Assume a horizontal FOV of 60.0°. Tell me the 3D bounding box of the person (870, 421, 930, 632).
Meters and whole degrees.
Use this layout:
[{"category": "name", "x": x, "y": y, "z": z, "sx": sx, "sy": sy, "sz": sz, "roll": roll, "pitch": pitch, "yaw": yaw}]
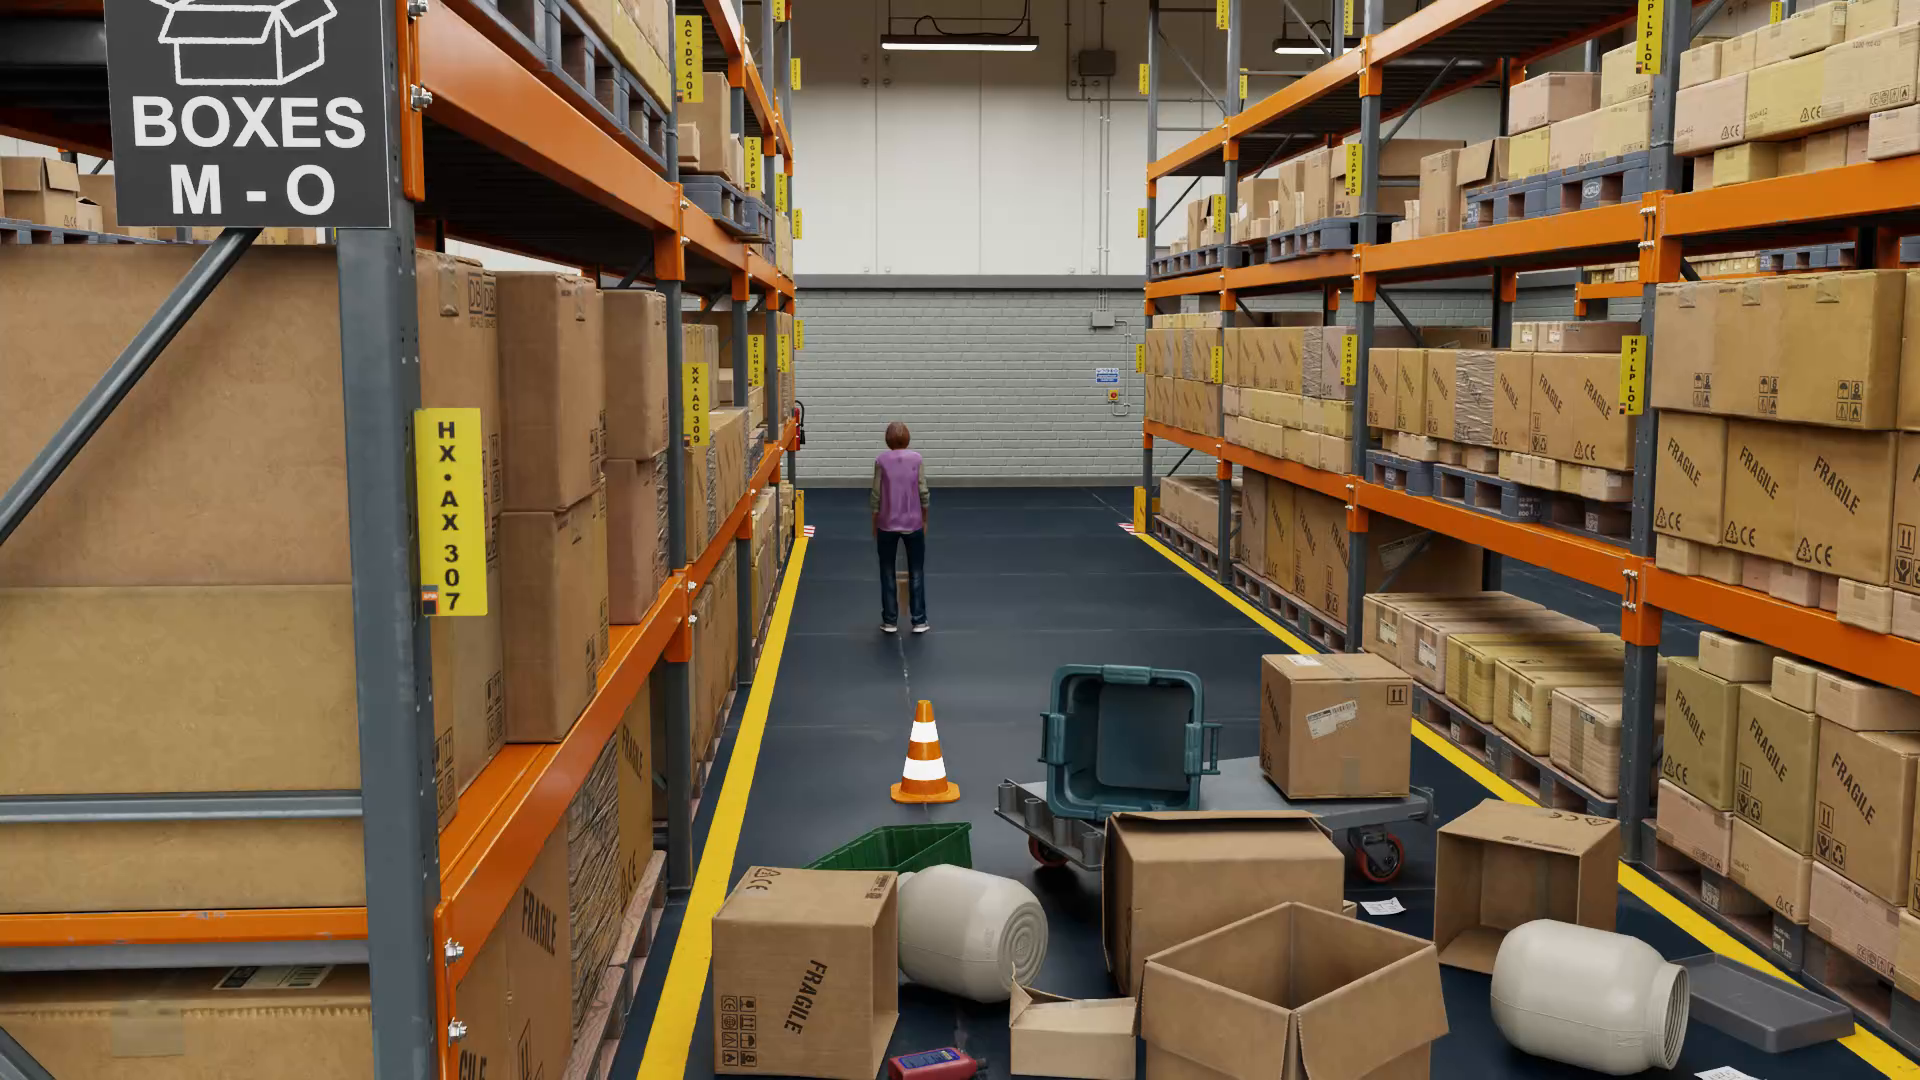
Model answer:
[{"category": "person", "x": -0.453, "y": -0.094, "z": 12.552, "sx": 0.458, "sy": 1.595, "sz": 0.374, "roll": -1, "pitch": 7, "yaw": -6}]
